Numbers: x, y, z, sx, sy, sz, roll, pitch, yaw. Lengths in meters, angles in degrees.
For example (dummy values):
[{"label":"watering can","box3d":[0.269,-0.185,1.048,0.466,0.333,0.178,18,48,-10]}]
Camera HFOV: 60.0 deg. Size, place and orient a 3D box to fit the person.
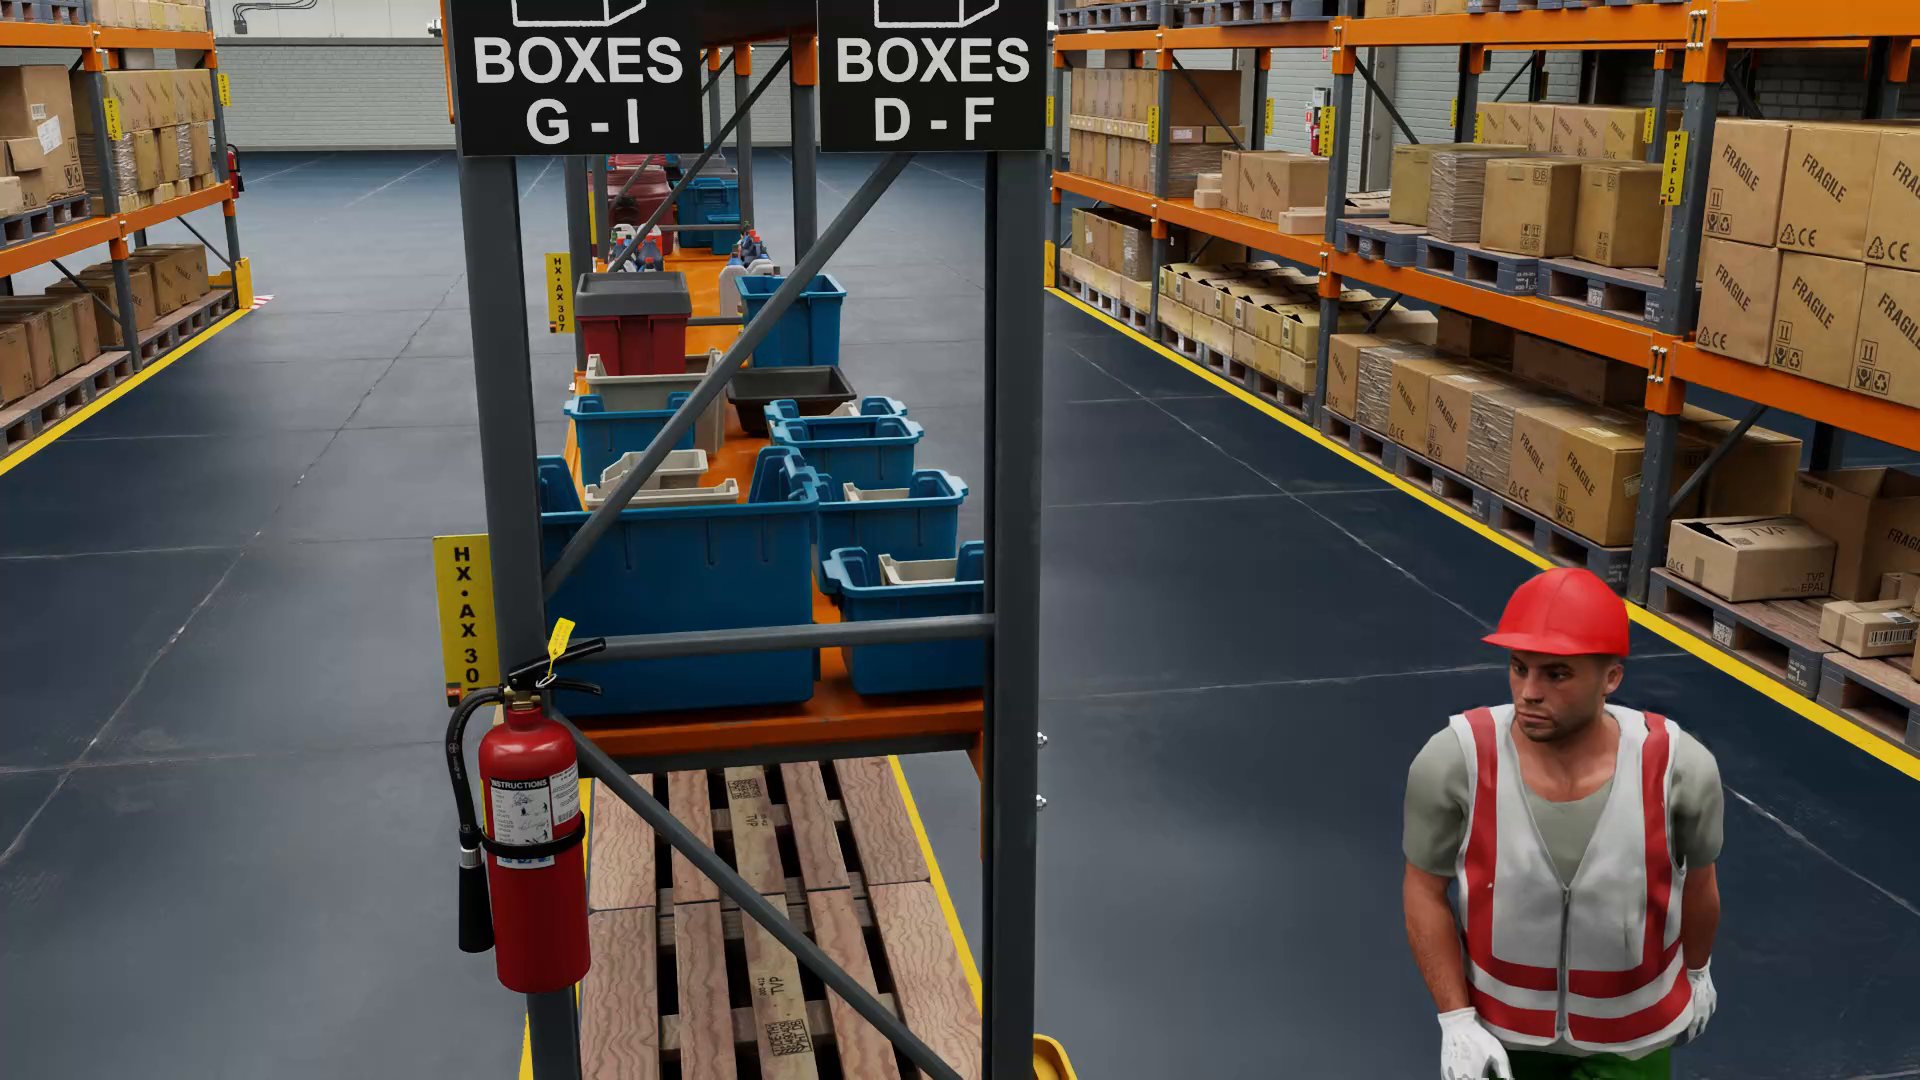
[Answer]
[{"label":"person","box3d":[1.060,0.878,2.986,0.571,1.729,0.968,6,17,21]}]
